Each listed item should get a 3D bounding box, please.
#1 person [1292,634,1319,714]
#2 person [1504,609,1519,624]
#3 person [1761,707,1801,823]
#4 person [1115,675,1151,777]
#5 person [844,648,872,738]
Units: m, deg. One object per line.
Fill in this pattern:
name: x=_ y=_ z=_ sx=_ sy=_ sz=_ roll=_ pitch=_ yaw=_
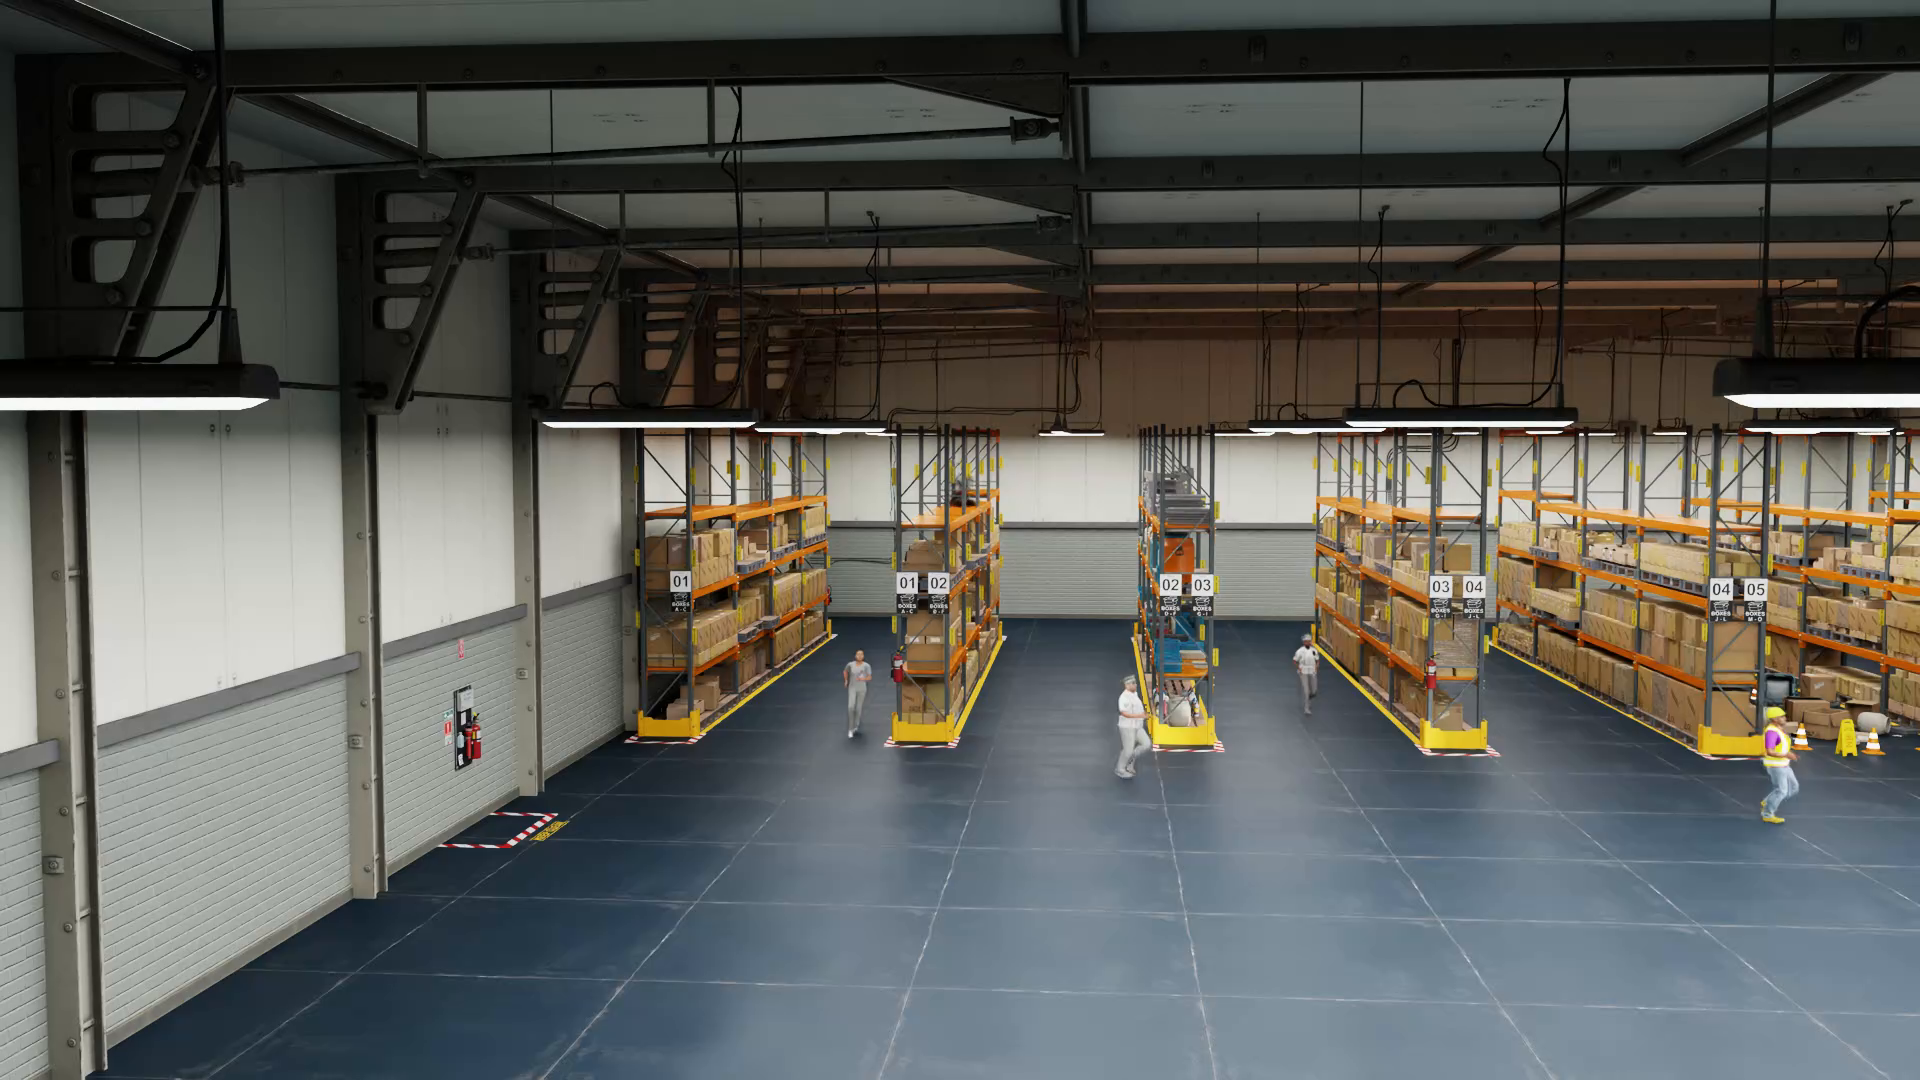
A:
person: x=7.234 y=2.783 z=34.697 sx=0.574 sy=1.650 sz=0.546 roll=0 pitch=3 yaw=-4
person: x=15.797 y=2.039 z=47.550 sx=1.040 sy=1.546 sz=0.665 roll=3 pitch=5 yaw=41
person: x=12.208 y=3.345 z=24.712 sx=0.582 sy=1.720 sz=0.688 roll=3 pitch=4 yaw=38
person: x=2.927 y=3.131 z=28.013 sx=0.649 sy=1.746 sz=0.646 roll=2 pitch=4 yaw=35
person: x=-1.976 y=2.940 z=32.147 sx=0.543 sy=1.704 sz=0.709 roll=0 pitch=3 yaw=-5
